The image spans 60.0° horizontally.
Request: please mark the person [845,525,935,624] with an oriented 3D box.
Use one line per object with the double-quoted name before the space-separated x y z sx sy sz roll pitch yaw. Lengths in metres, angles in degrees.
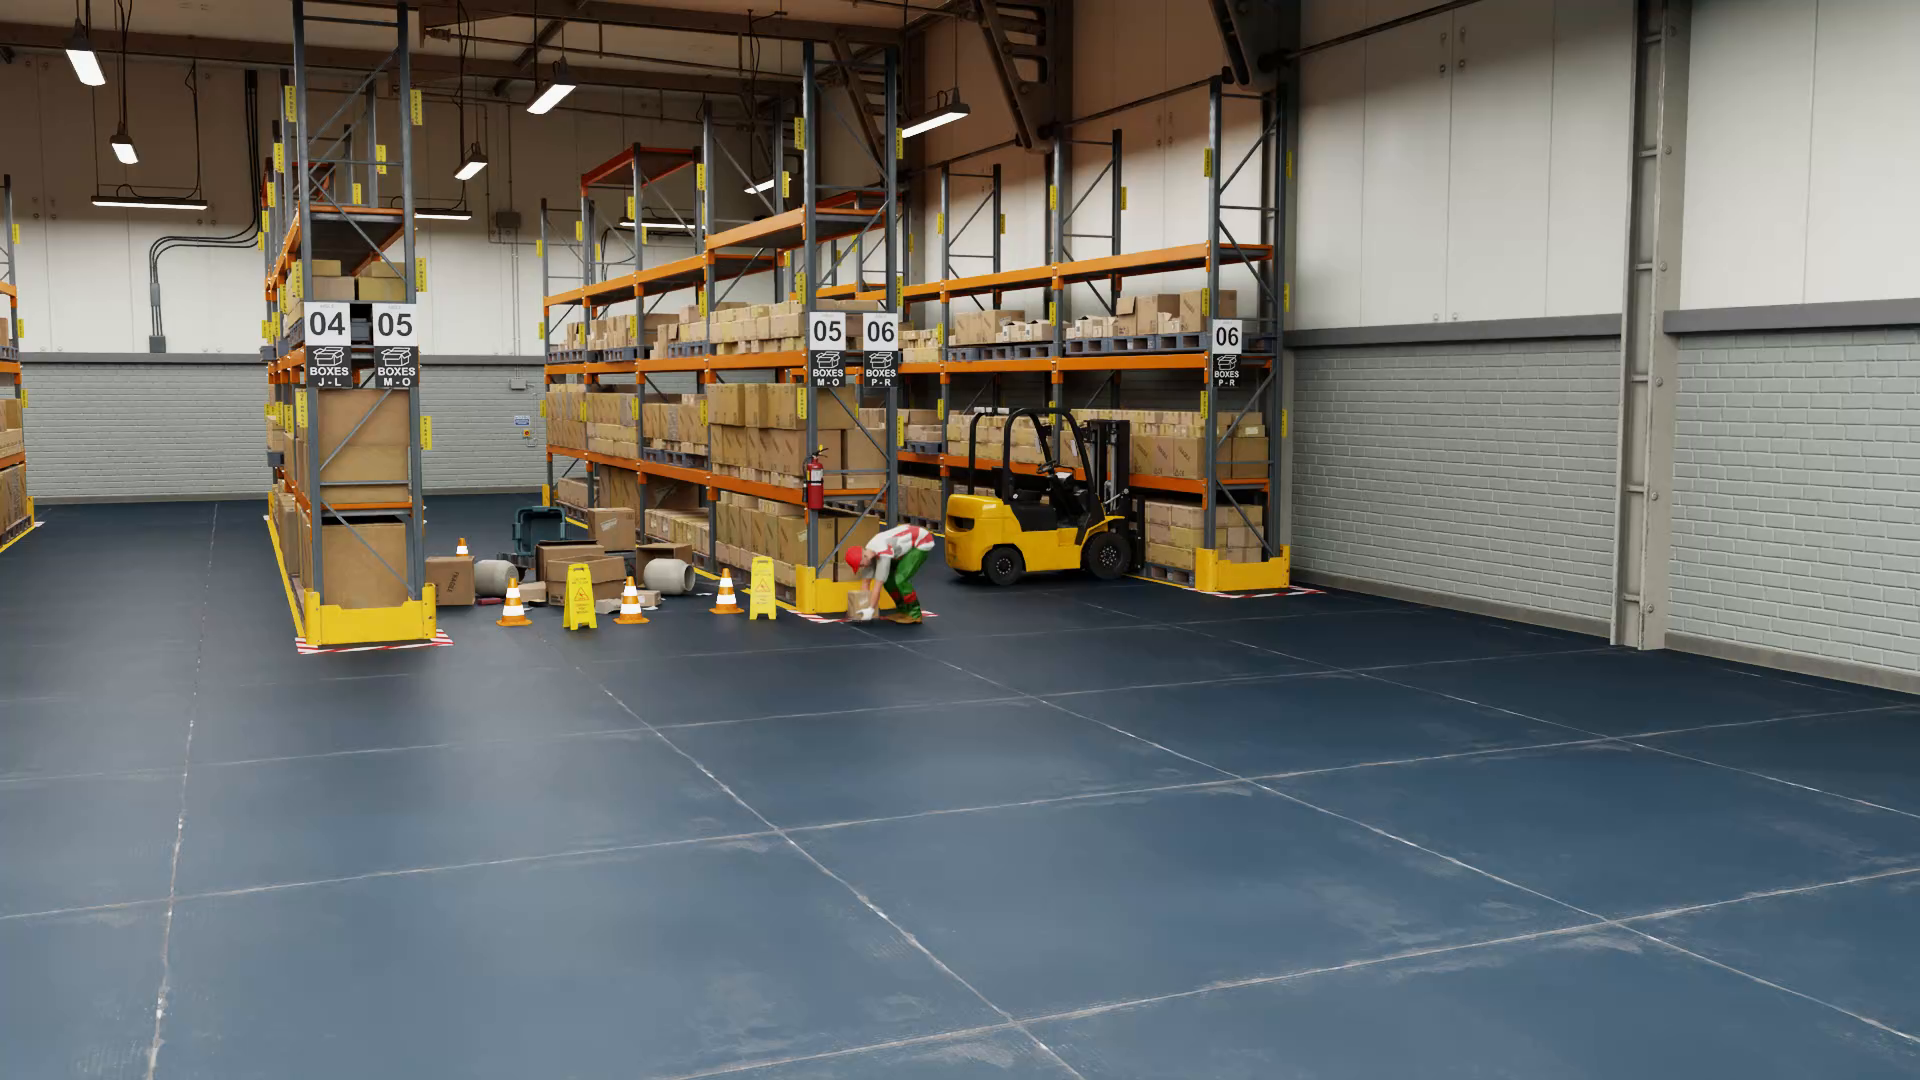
"person" -0.725 0.355 17.002 0.950 0.997 0.528 -3 6 -27
